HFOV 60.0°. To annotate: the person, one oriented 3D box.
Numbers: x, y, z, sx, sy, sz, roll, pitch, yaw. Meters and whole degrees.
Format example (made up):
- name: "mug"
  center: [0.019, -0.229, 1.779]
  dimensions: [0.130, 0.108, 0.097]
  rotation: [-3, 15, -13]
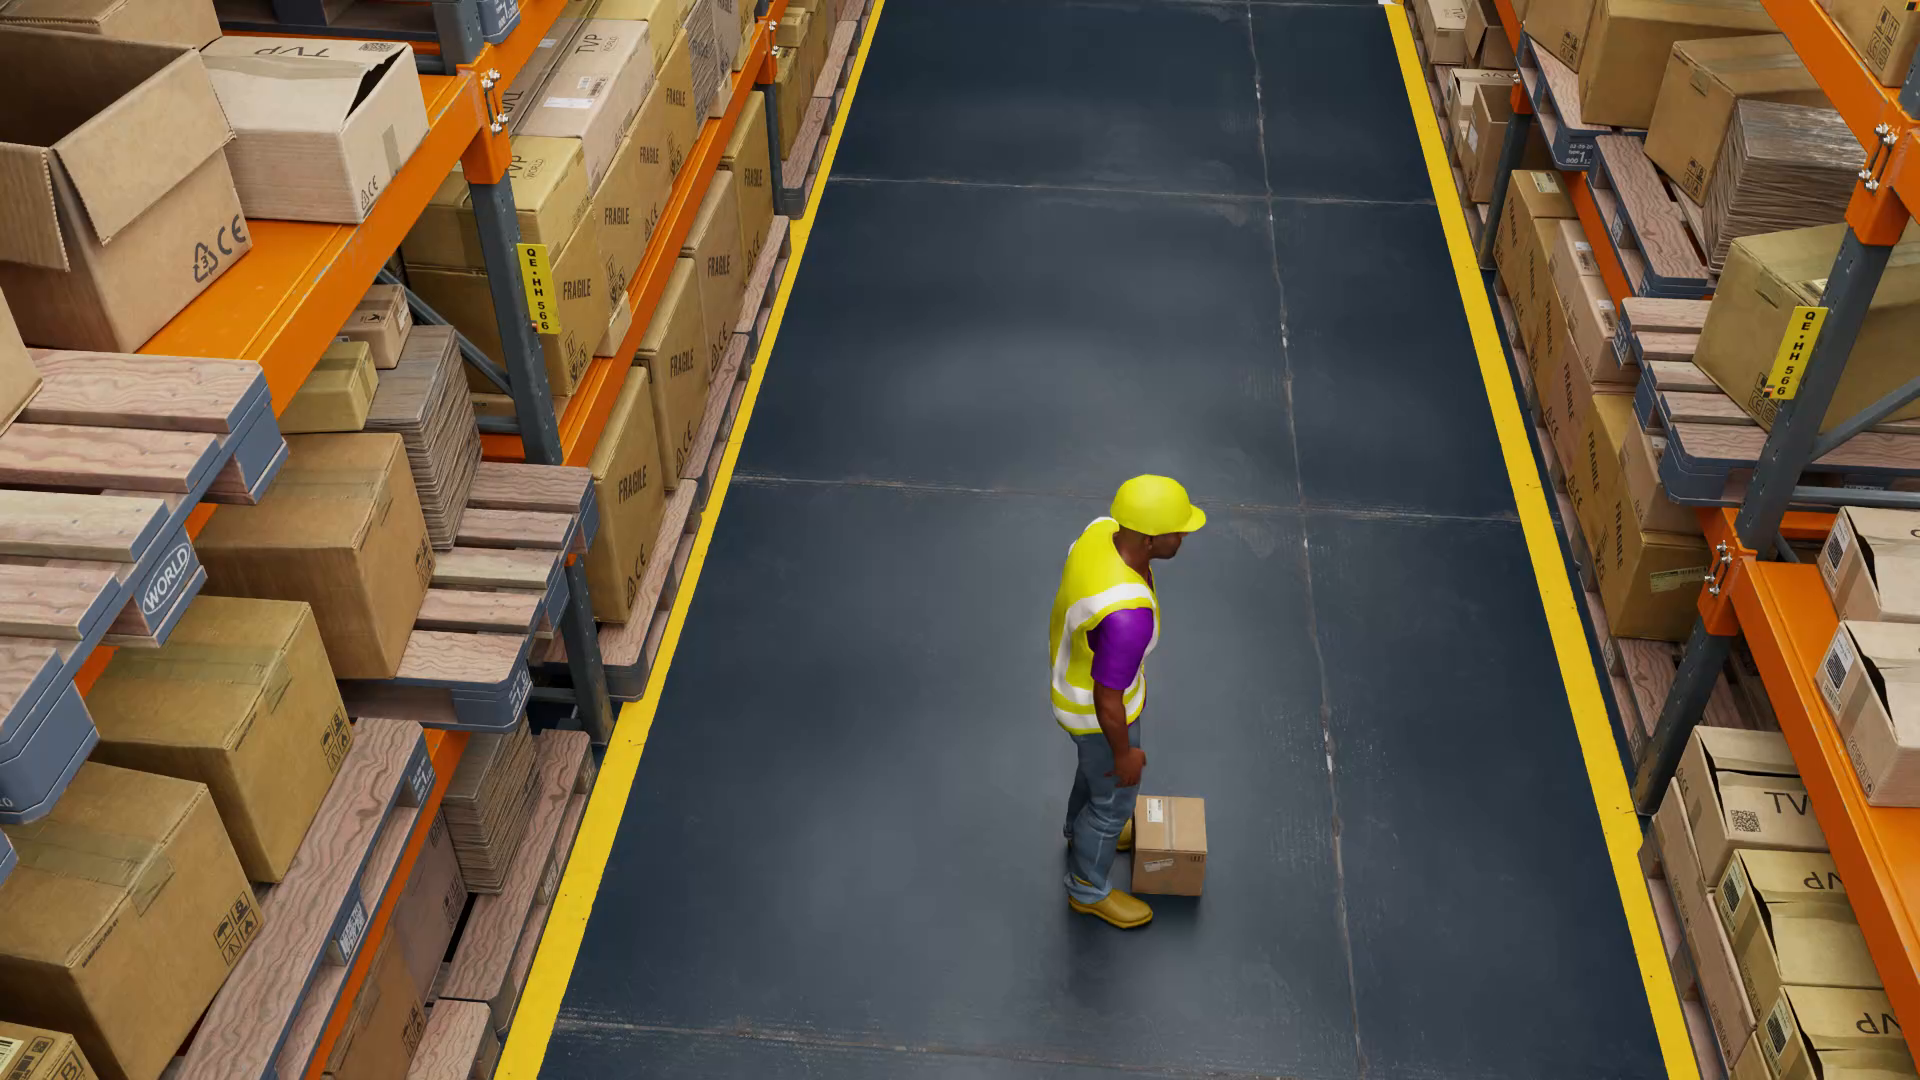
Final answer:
- name: "person"
  center: [0.519, 0.511, 5.533]
  dimensions: [0.461, 1.755, 0.634]
  rotation: [1, 40, 1]
